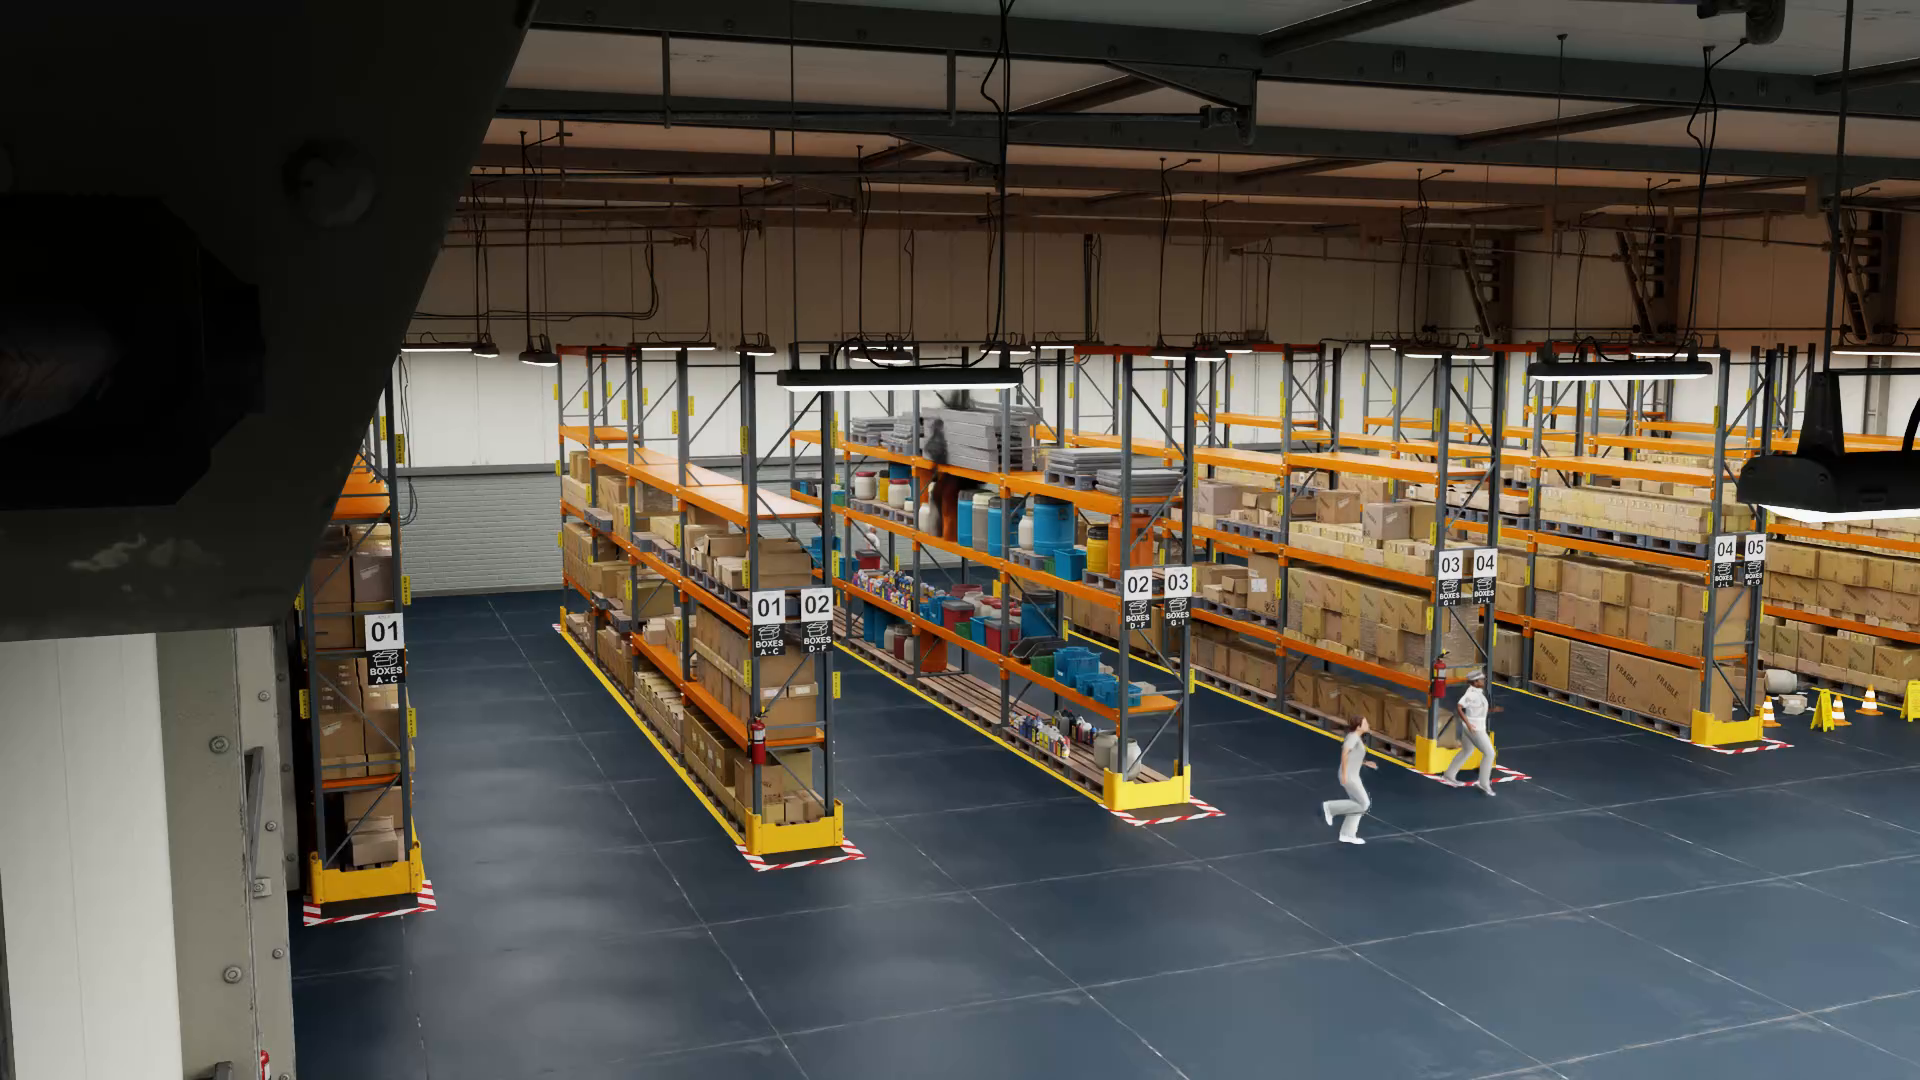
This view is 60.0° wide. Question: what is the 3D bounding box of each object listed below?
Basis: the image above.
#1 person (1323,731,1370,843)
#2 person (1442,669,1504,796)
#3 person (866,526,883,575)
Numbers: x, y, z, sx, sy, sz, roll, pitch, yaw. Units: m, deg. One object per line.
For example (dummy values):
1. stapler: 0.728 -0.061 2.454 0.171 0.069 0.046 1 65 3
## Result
1. person: 4.784 3.056 20.584 0.560 1.396 0.552 1 7 11
2. person: 7.022 2.616 22.721 0.758 1.755 0.550 2 7 12
3. person: -2.129 0.450 39.778 0.605 1.696 0.656 0 7 0
